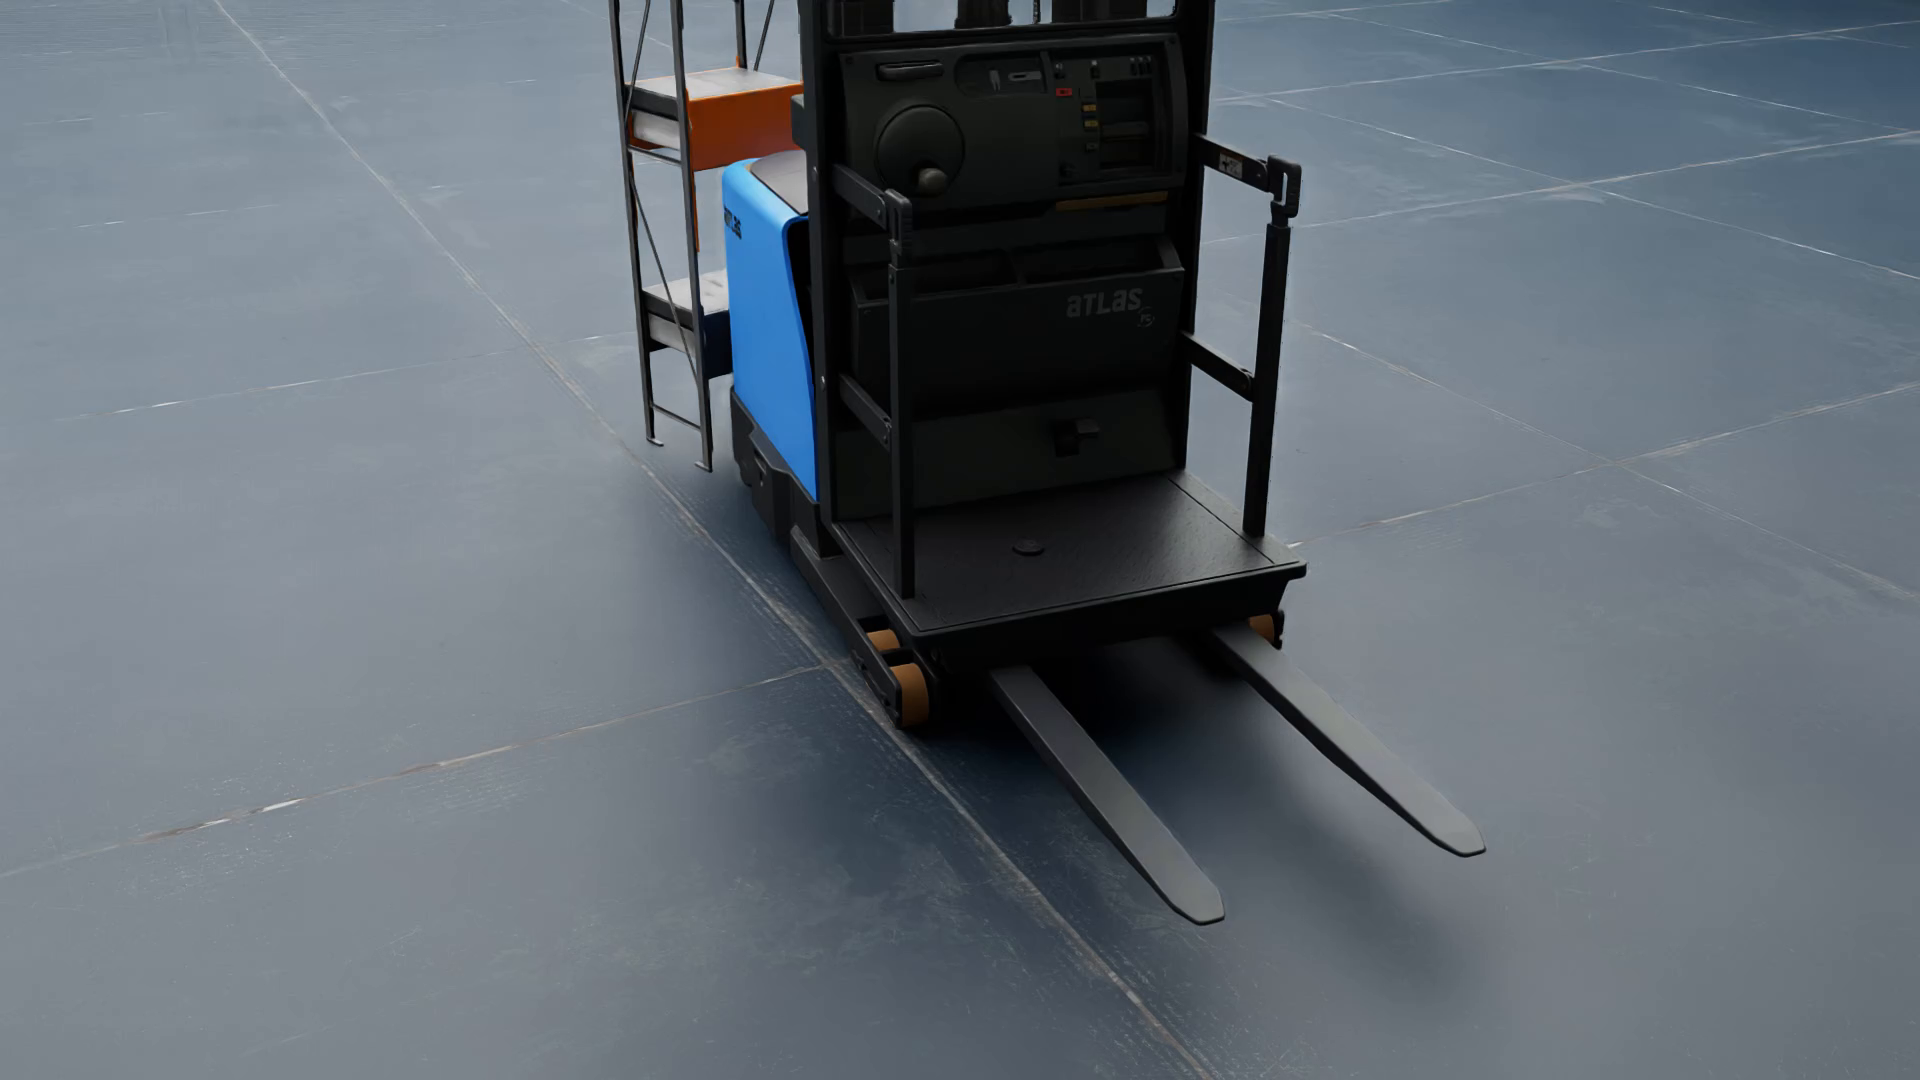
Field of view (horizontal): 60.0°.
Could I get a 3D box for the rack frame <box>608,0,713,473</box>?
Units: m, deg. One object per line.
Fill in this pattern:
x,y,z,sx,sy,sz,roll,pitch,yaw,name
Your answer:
-0.992,-1.245,5.416,0.015,2.100,0.400,-21,33,-37,rack frame

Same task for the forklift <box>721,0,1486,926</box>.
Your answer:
0.228,-1.045,4.039,1.130,2.935,3.031,-9,27,-19,forklift

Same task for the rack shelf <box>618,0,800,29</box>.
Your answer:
-0.810,-1.934,5.266,0.480,0.518,0.431,-21,33,-37,rack shelf

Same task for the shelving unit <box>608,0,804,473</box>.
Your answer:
-0.810,-1.315,5.563,0.503,2.100,0.431,-21,33,-37,shelving unit

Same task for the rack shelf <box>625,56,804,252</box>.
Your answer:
-0.810,-1.303,5.569,0.480,0.518,0.431,-21,33,-37,rack shelf

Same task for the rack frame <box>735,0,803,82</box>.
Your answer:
-0.628,-1.385,5.709,0.015,2.100,0.400,-21,33,-37,rack frame

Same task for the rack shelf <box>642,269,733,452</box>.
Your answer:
-0.810,-0.672,5.872,0.480,0.518,0.431,-21,33,-37,rack shelf
